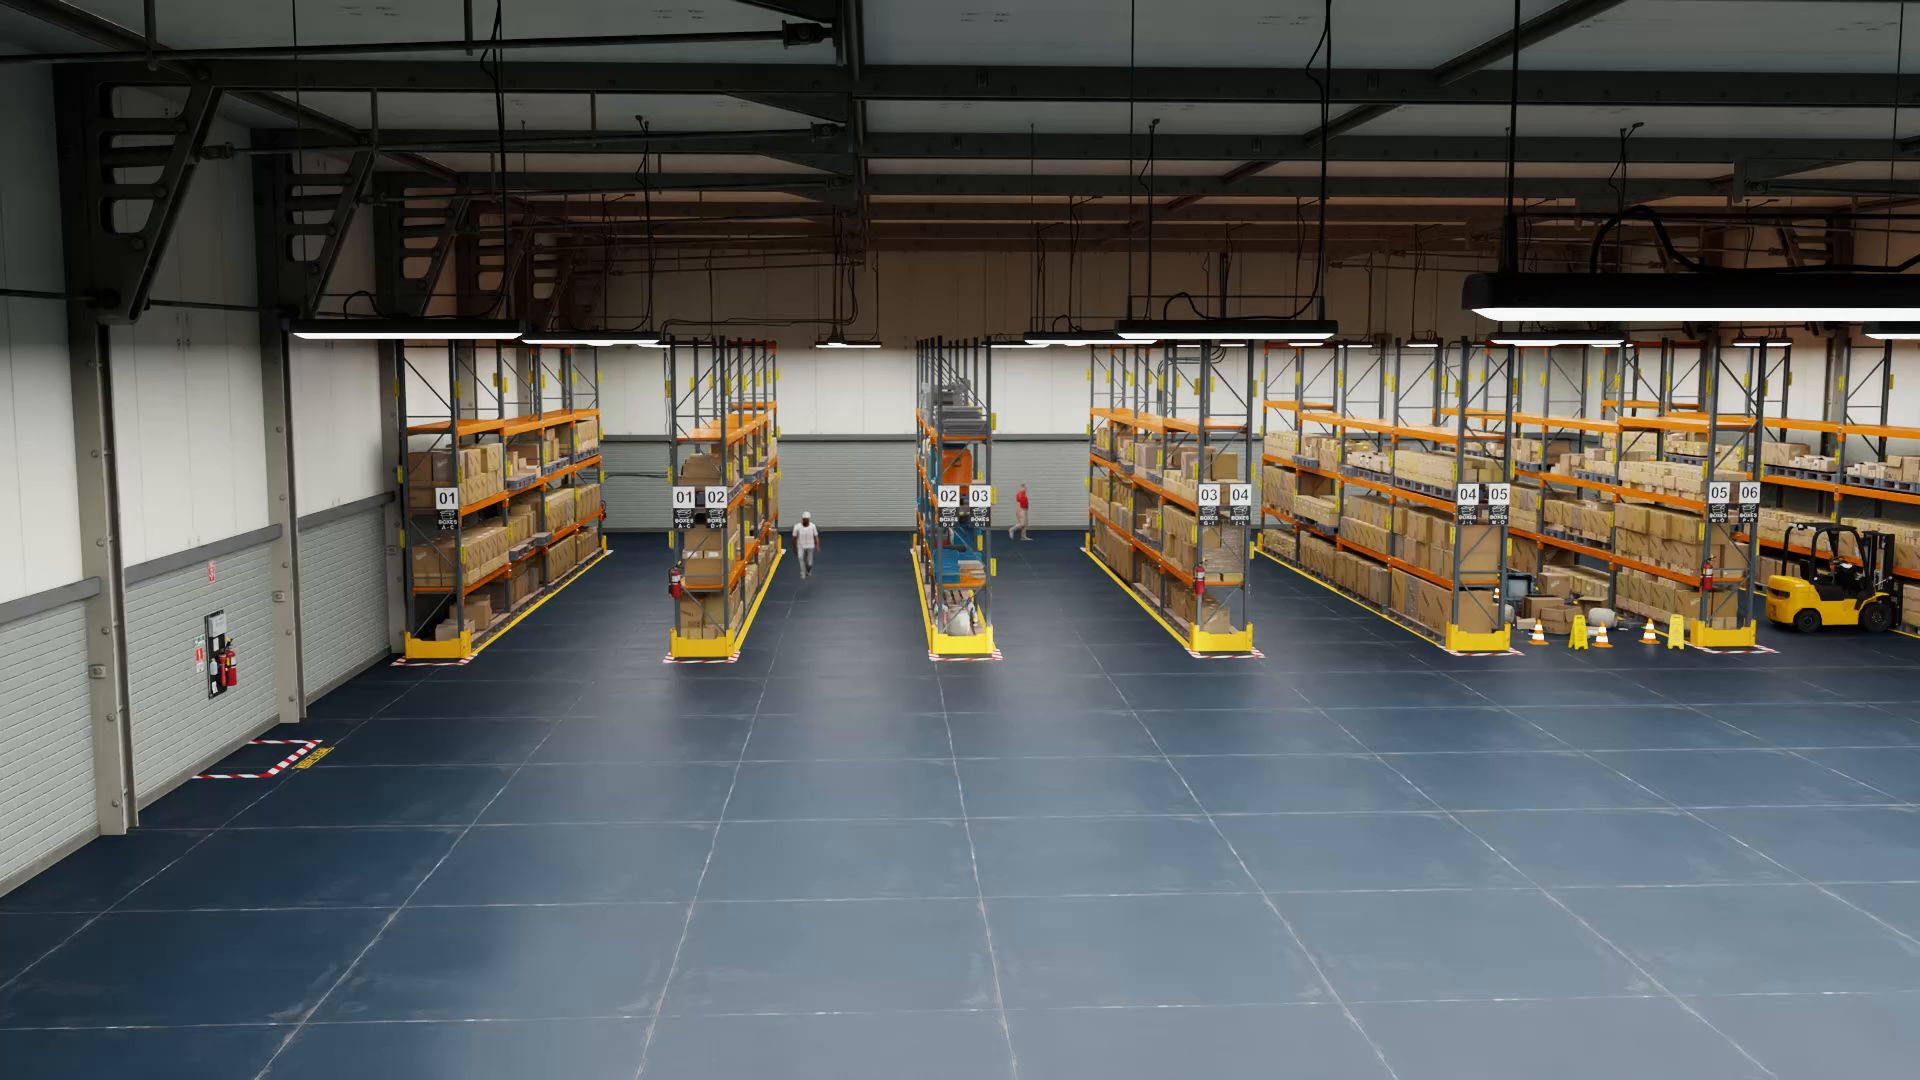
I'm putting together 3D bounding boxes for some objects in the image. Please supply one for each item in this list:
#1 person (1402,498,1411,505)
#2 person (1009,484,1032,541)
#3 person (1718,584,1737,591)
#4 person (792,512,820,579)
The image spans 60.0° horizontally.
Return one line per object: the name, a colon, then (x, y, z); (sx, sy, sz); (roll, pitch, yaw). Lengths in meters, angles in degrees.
person: (12.306, -0.358, 45.645); (0.591, 1.756, 0.556); (-5, 8, -38)
person: (1.820, -0.837, 50.129); (0.640, 1.717, 0.588); (2, 7, 20)
person: (16.850, 0.813, 36.461); (0.525, 1.571, 0.694); (0, 6, -3)
person: (-3.700, 0.123, 39.903); (0.666, 1.604, 1.080); (-1, 7, -6)
